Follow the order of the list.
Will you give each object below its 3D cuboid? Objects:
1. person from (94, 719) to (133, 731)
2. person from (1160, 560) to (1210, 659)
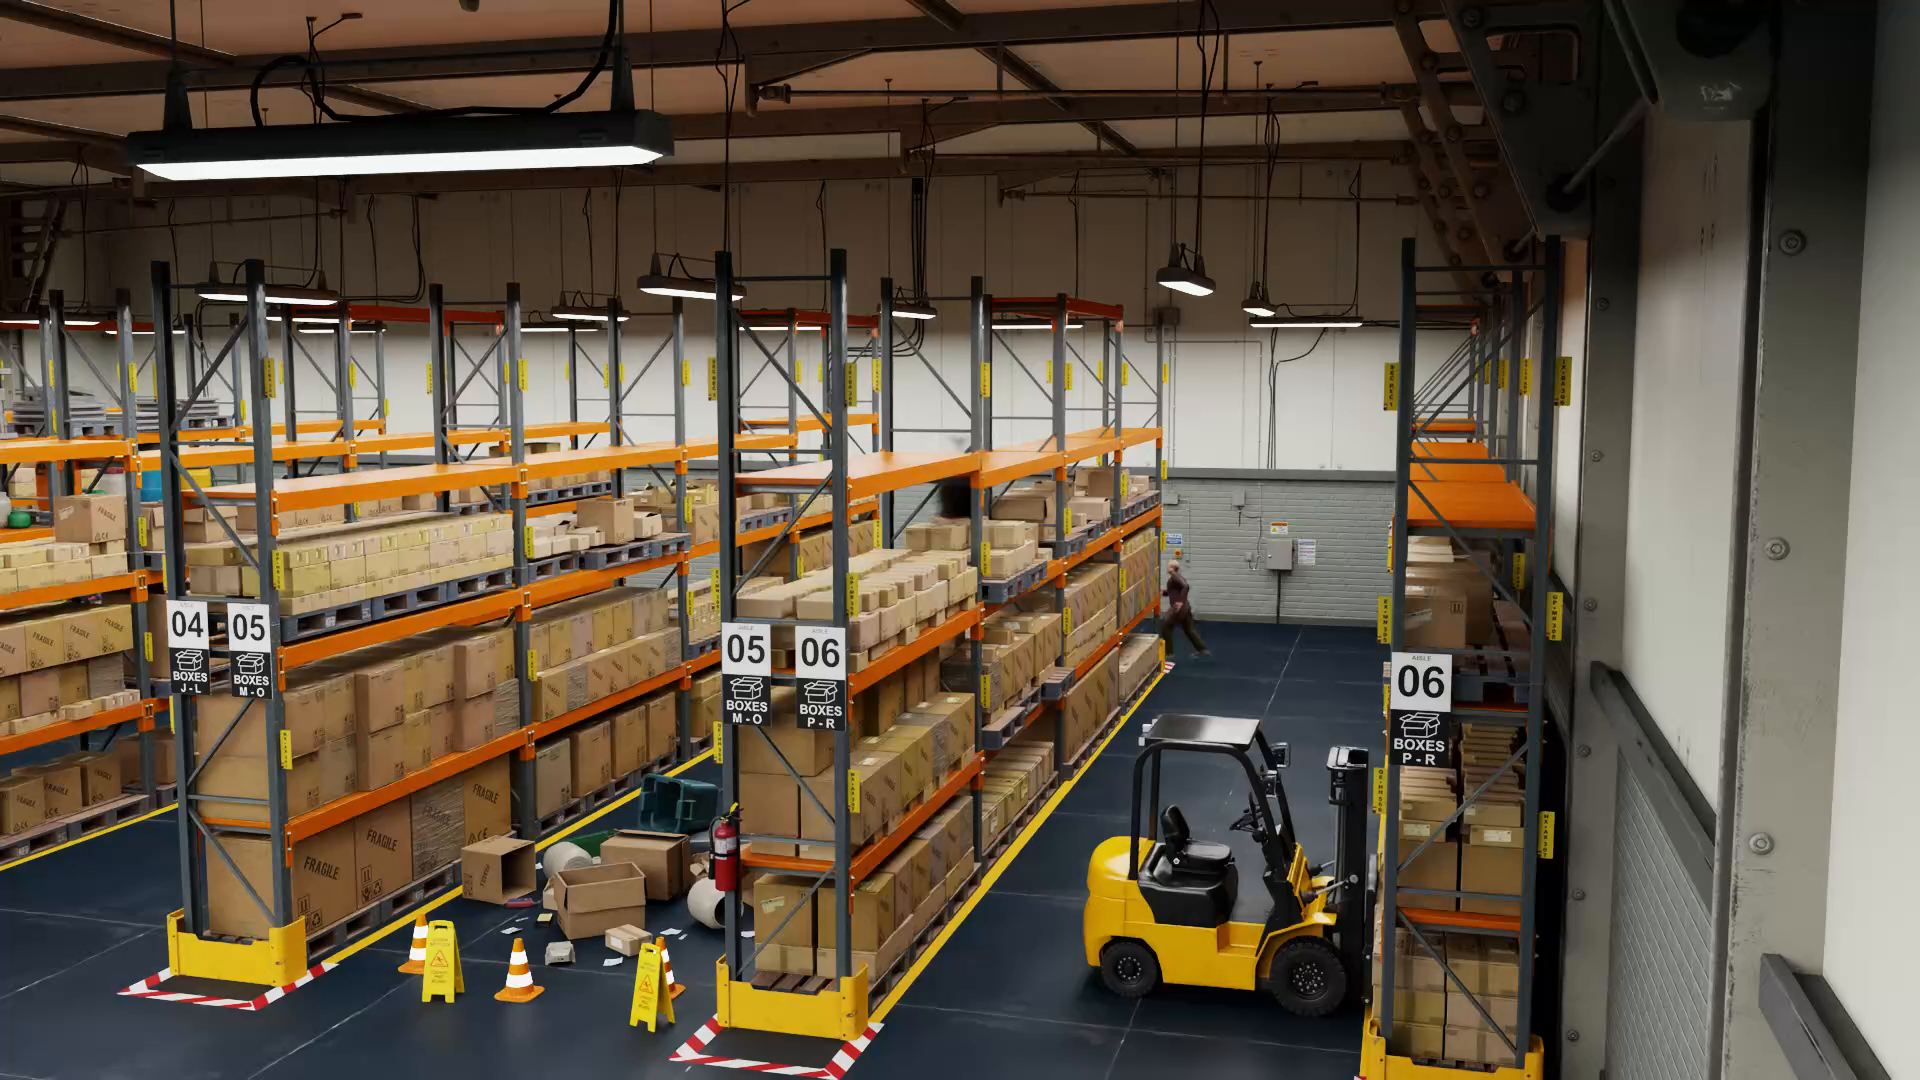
[{"bbox_3d":[-12.148,1.841,23.468,0.619,1.682,0.840,-2,6,-17],"label":"person"},{"bbox_3d":[3.841,1.242,28.887,1.056,1.779,0.702,3,7,24],"label":"person"}]
